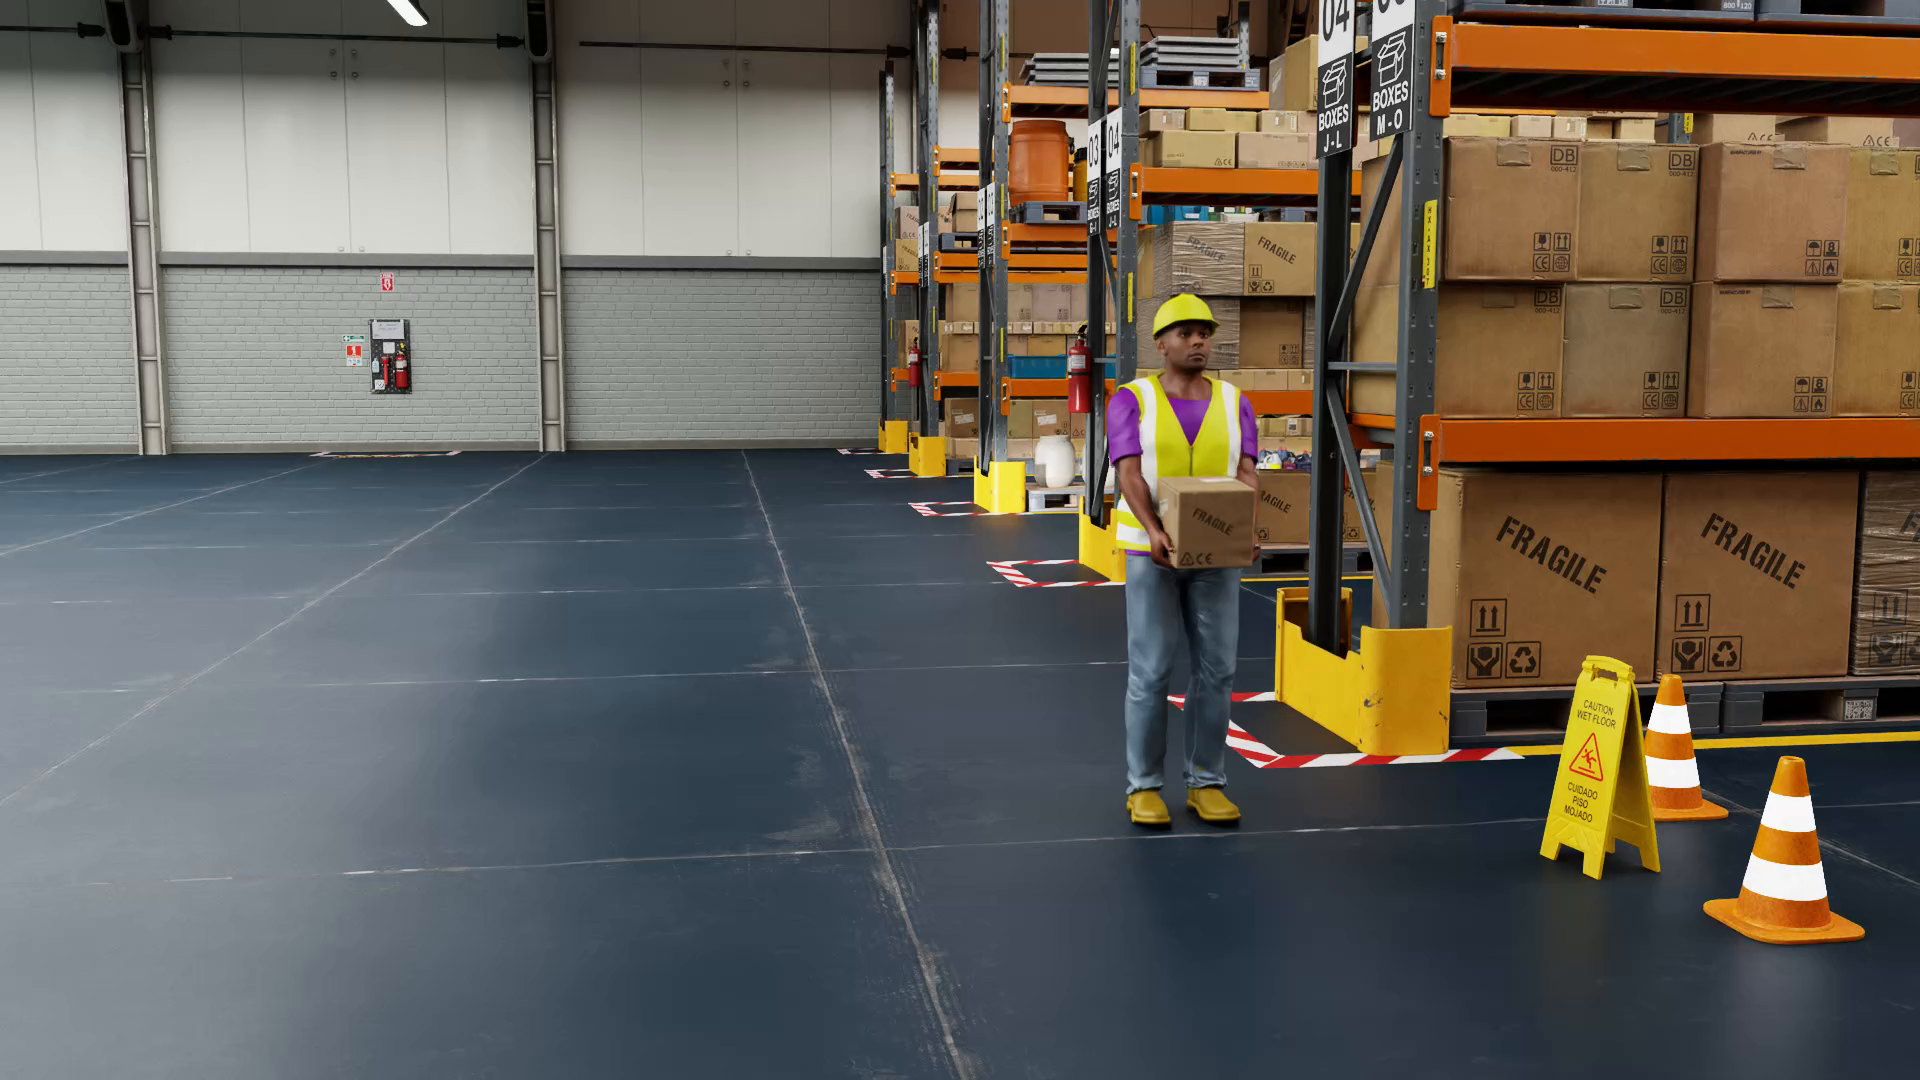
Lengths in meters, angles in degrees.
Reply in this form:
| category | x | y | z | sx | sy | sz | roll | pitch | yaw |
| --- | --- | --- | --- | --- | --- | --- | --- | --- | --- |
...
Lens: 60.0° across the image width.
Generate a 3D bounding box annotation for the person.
| category | x | y | z | sx | sy | sz | roll | pitch | yaw |
| --- | --- | --- | --- | --- | --- | --- | --- | --- | --- |
| person | 0.769 | 0.066 | 5.534 | 0.514 | 1.765 | 0.578 | -1 | 7 | -9 |
